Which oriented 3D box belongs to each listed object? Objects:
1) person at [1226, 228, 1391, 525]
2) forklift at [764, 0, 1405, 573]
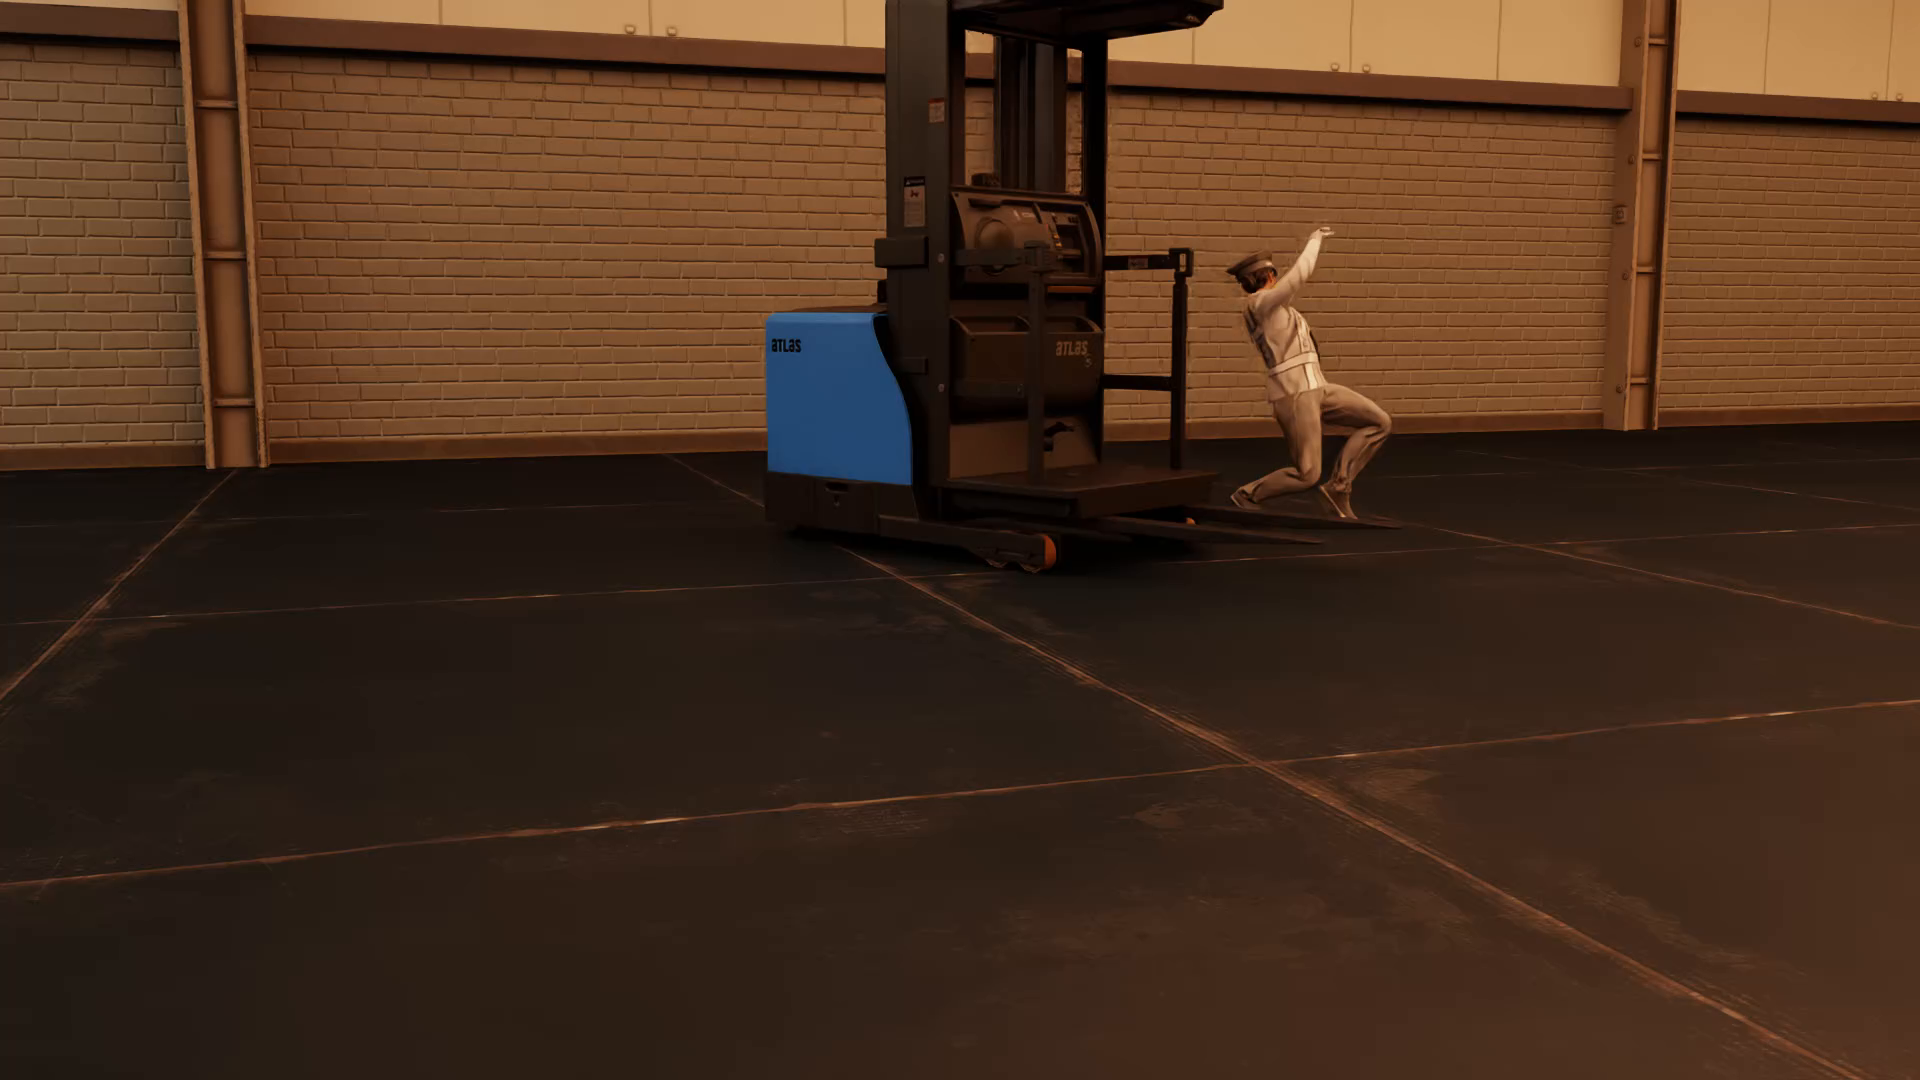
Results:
[{"bbox_3d":[1.832,-0.836,8.608,0.826,1.516,1.014,3,8,23],"label":"person"},{"bbox_3d":[0.461,-1.393,7.293,3.031,2.935,1.130,7,11,43],"label":"forklift"}]
